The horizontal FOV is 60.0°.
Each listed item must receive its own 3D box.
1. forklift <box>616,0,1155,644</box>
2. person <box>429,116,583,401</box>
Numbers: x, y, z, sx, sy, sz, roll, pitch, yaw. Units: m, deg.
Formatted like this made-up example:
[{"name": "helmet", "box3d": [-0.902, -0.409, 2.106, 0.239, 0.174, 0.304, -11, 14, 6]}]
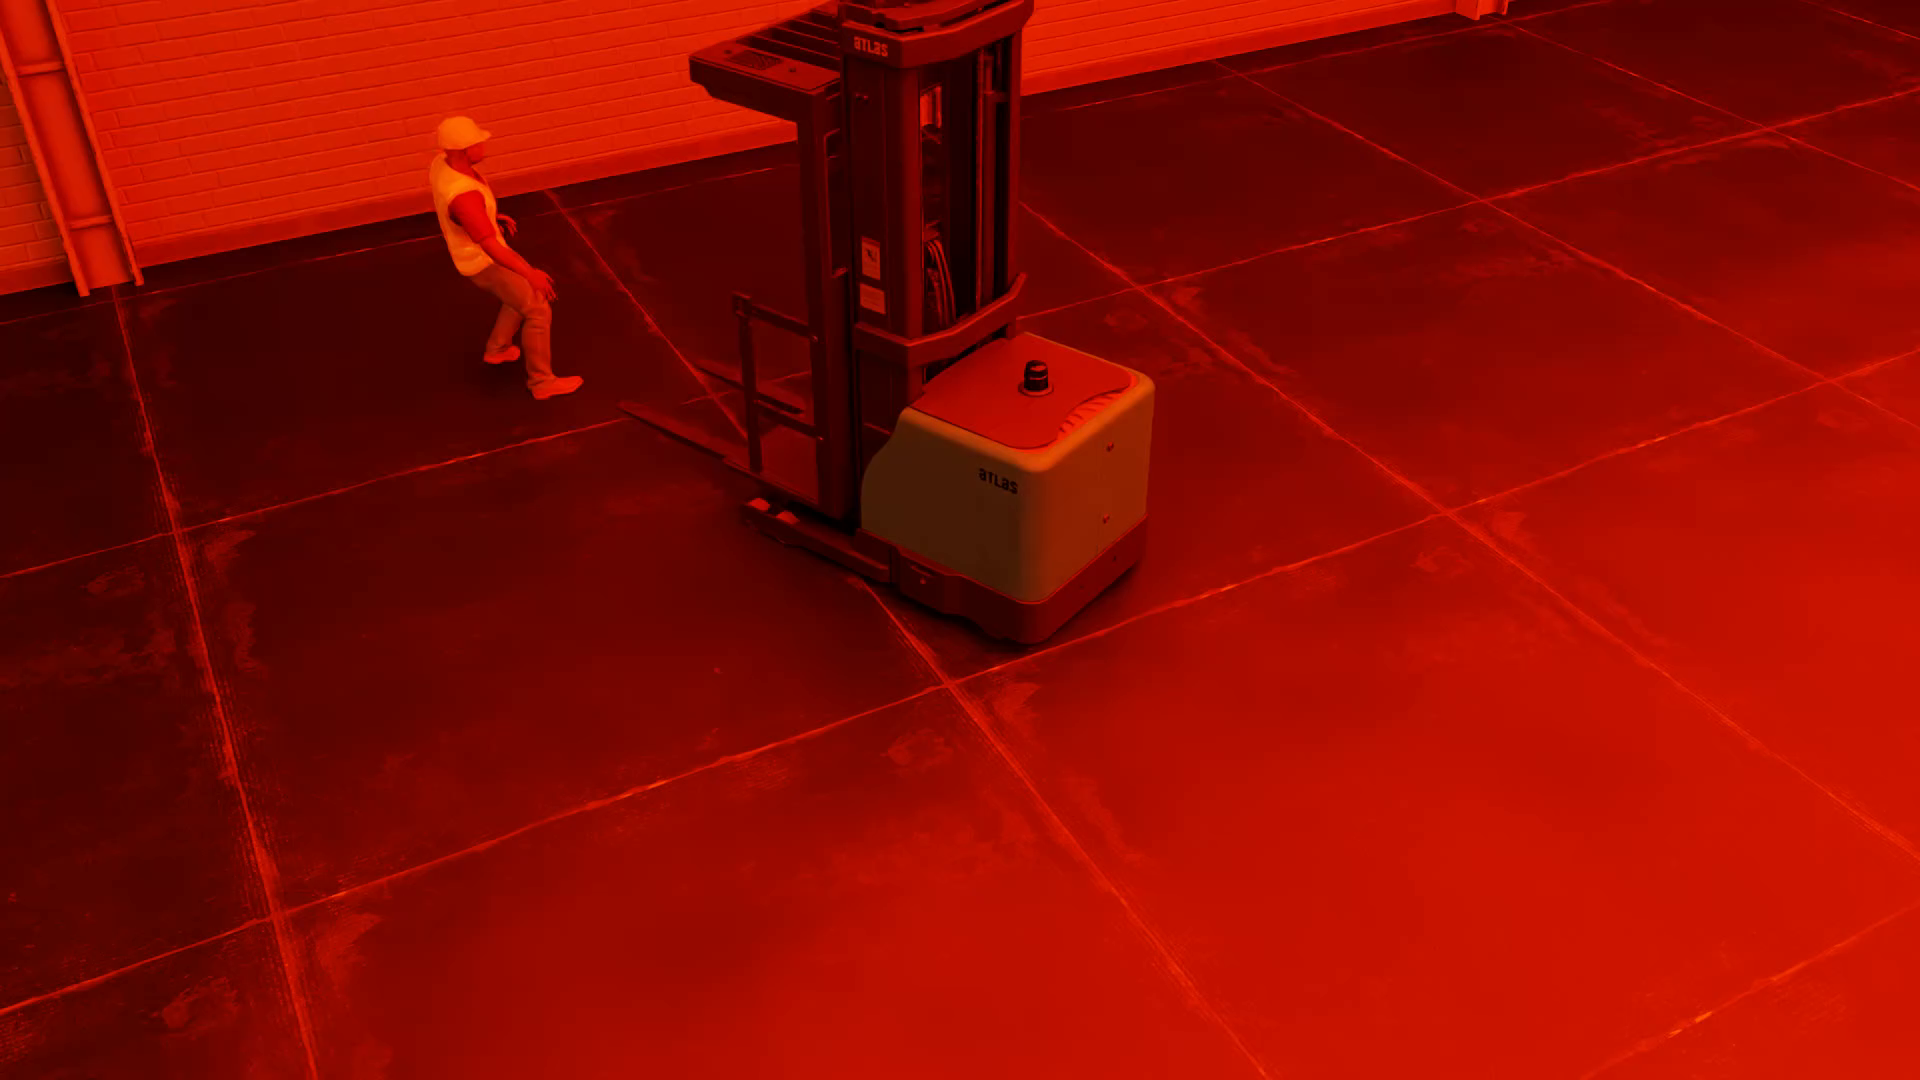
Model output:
[{"name": "forklift", "box3d": [-0.533, -1.396, 8.097, 3.031, 2.935, 1.130, 24, 42, 30]}, {"name": "person", "box3d": [-2.627, -1.643, 9.548, 0.628, 1.670, 0.844, -14, 37, -18]}]
